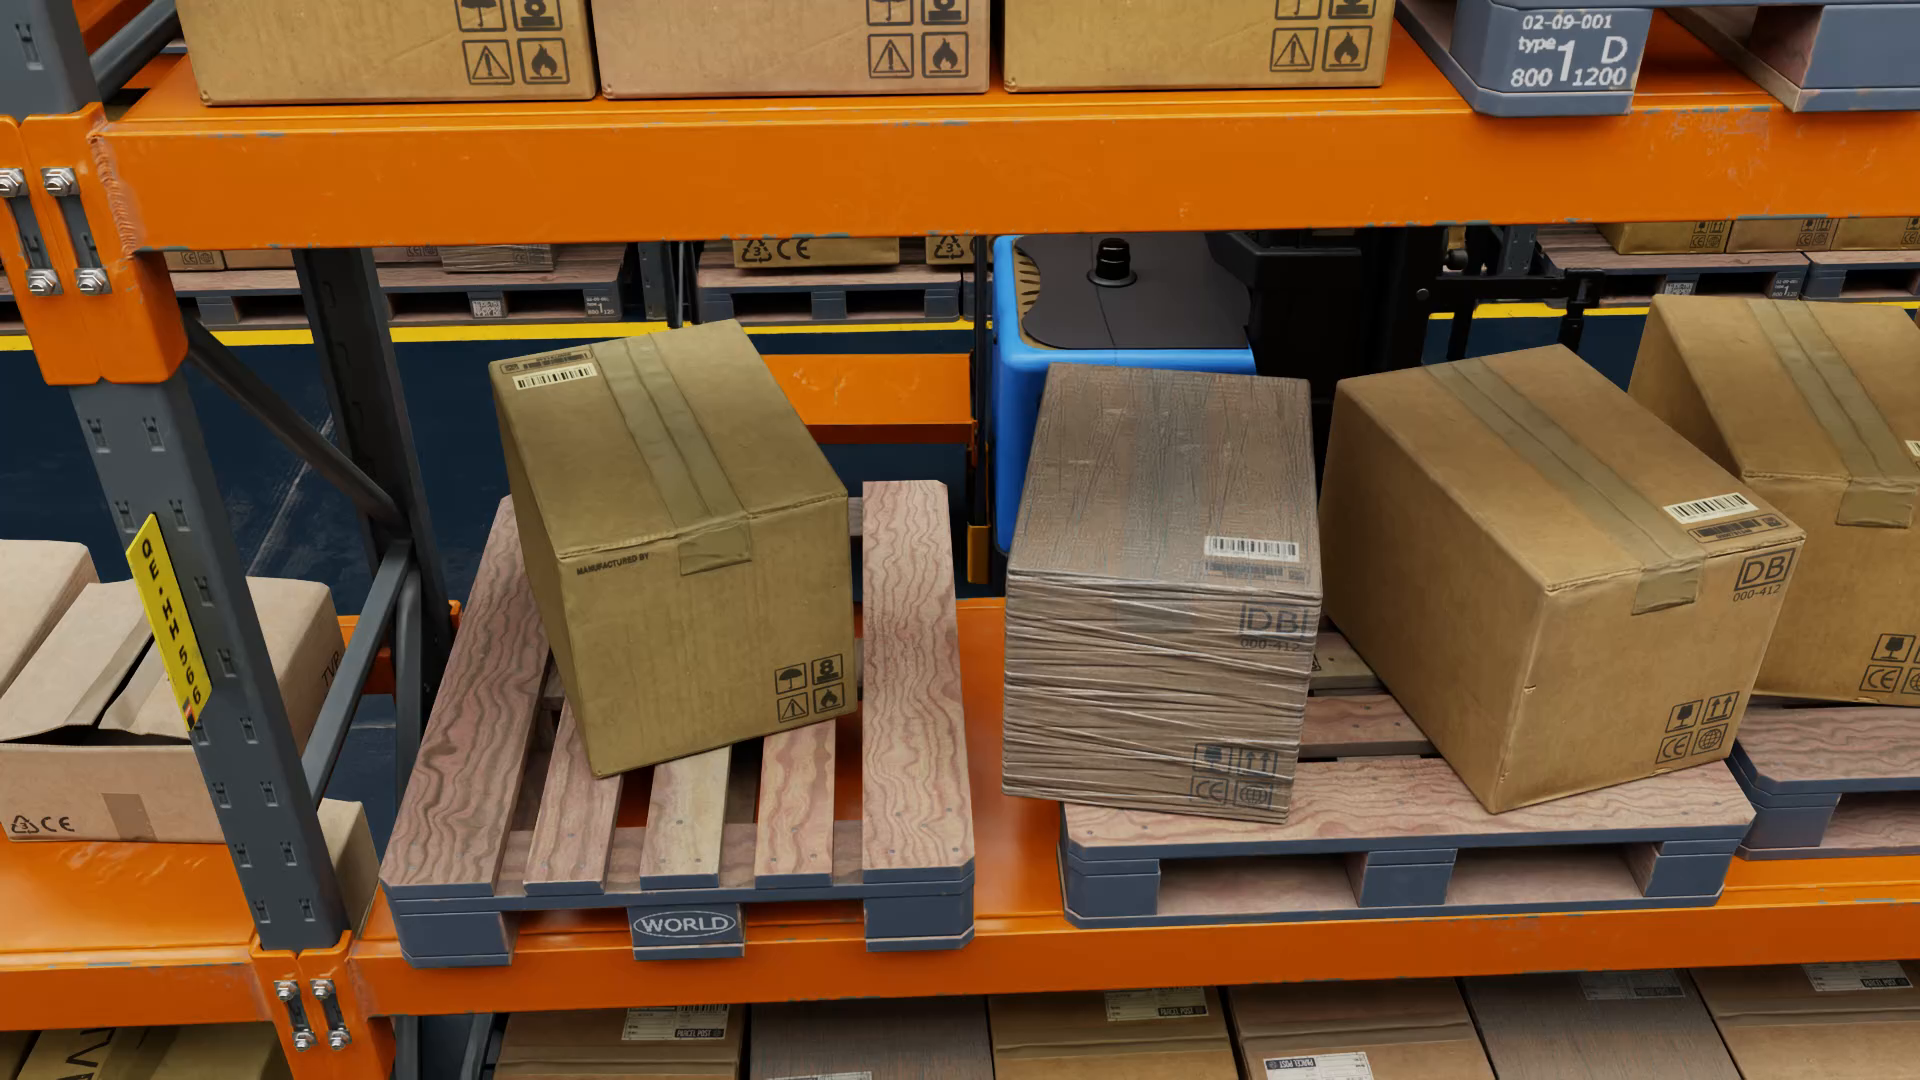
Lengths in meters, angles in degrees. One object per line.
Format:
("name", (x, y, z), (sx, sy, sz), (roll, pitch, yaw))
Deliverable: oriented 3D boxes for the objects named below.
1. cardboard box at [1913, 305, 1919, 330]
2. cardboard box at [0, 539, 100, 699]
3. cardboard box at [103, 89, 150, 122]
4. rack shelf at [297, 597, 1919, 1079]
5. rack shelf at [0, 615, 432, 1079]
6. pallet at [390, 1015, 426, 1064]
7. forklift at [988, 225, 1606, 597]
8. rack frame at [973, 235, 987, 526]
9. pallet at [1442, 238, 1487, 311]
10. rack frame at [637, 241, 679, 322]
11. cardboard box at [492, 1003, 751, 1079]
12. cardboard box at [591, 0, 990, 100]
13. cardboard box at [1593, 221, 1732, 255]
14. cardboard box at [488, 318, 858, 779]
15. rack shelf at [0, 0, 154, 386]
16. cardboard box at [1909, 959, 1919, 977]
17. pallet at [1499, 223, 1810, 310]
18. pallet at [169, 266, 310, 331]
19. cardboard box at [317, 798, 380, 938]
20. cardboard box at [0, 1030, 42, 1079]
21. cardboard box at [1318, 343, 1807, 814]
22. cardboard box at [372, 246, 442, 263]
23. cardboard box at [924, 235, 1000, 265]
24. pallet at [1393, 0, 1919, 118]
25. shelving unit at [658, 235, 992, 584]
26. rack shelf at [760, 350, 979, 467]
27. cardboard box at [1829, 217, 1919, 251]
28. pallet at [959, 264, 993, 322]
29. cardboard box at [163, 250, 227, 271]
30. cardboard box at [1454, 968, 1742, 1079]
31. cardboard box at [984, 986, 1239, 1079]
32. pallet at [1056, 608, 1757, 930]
("cardboard box", (2.335, -0.152, 3.376), (0.500, 0.500, 0.700), (-13, 37, -18))
("cardboard box", (-2.079, 0.235, 3.353), (0.500, 0.311, 0.500), (-2, 35, -3))
("cardboard box", (-3.717, -1.944, 7.575), (0.500, 0.250, 0.500), (-2, 35, -4))
("rack shelf", (0.821, 0.526, 3.486), (4.000, 0.370, 1.077), (-2, 35, -2))
("rack shelf", (-3.174, 0.634, 3.330), (4.000, 0.370, 1.077), (-2, 35, -2))
("pallet", (-2.001, 1.431, 3.997), (1.213, 0.211, 1.003), (-2, 35, -2))
("forklift", (1.627, -1.186, 5.389), (3.031, 2.935, 1.130), (0, 35, -1))
("rack frame", (0.069, -0.623, 5.832), (0.032, 1.500, 0.500), (0, 35, -1))
("pallet", (1.814, -1.429, 8.129), (1.213, 0.211, 1.003), (-2, 35, -2))
("rack frame", (-1.415, -2.531, 7.272), (0.127, 3.000, 1.000), (-2, 35, -2))
("cardboard box", (-0.708, 1.281, 3.572), (0.500, 0.500, 0.500), (0, 35, 0))
("cardboard box", (-0.233, -1.035, 2.386), (0.500, 0.500, 0.910), (-2, 35, -2))
("cardboard box", (3.333, -1.746, 7.964), (0.500, 0.500, 0.700), (-1, 35, -2))
("cardboard box", (-0.553, -0.010, 3.172), (0.500, 0.500, 0.700), (-13, 37, -18))
("rack shelf", (-3.174, -0.599, 2.477), (4.000, 0.370, 1.077), (-2, 35, -2))
("cardboard box", (2.340, 1.200, 3.691), (0.500, 0.500, 0.500), (-2, 35, -2))
("pallet", (3.344, -1.469, 8.187), (1.213, 0.211, 1.003), (-2, 35, -2))
("pallet", (-3.411, -1.333, 7.991), (1.213, 0.211, 1.003), (-2, 35, -2))
("cardboard box", (-1.714, 0.859, 3.927), (0.500, 0.311, 0.500), (0, 35, -1))
("cardboard box", (-2.207, 1.184, 3.458), (0.500, 0.311, 0.500), (-2, 35, -3))
("cardboard box", (1.057, 0.045, 3.092), (0.500, 0.500, 0.700), (-10, 36, -14))
("cardboard box", (-2.652, -1.688, 7.863), (0.500, 0.500, 0.700), (-2, 35, -2))
("cardboard box", (0.201, -1.785, 7.714), (0.750, 0.750, 0.750), (-2, 35, -2))
("pallet", (1.128, -0.972, 2.548), (1.003, 0.211, 1.213), (-2, 35, -2))
("shelving unit", (-0.431, -0.620, 5.828), (1.083, 1.500, 0.587), (0, 35, -1))
("rack shelf", (-0.440, -0.472, 5.930), (1.000, 0.185, 0.538), (0, 35, -1))
("cardboard box", (4.347, -1.770, 7.999), (0.500, 0.500, 0.700), (-1, 35, -1))
("pallet", (0.592, -1.394, 8.079), (1.213, 0.211, 1.003), (-2, 35, -2))
("cardboard box", (-3.651, -1.639, 7.793), (0.500, 0.500, 0.700), (-1, 35, -2))
("cardboard box", (1.345, 1.222, 3.659), (0.500, 0.500, 0.500), (-1, 35, -2))
("cardboard box", (0.316, 1.254, 3.613), (0.500, 0.500, 0.500), (-2, 35, -3))
("pallet", (0.766, 0.308, 3.337), (1.213, 0.211, 1.003), (-2, 35, -2))
